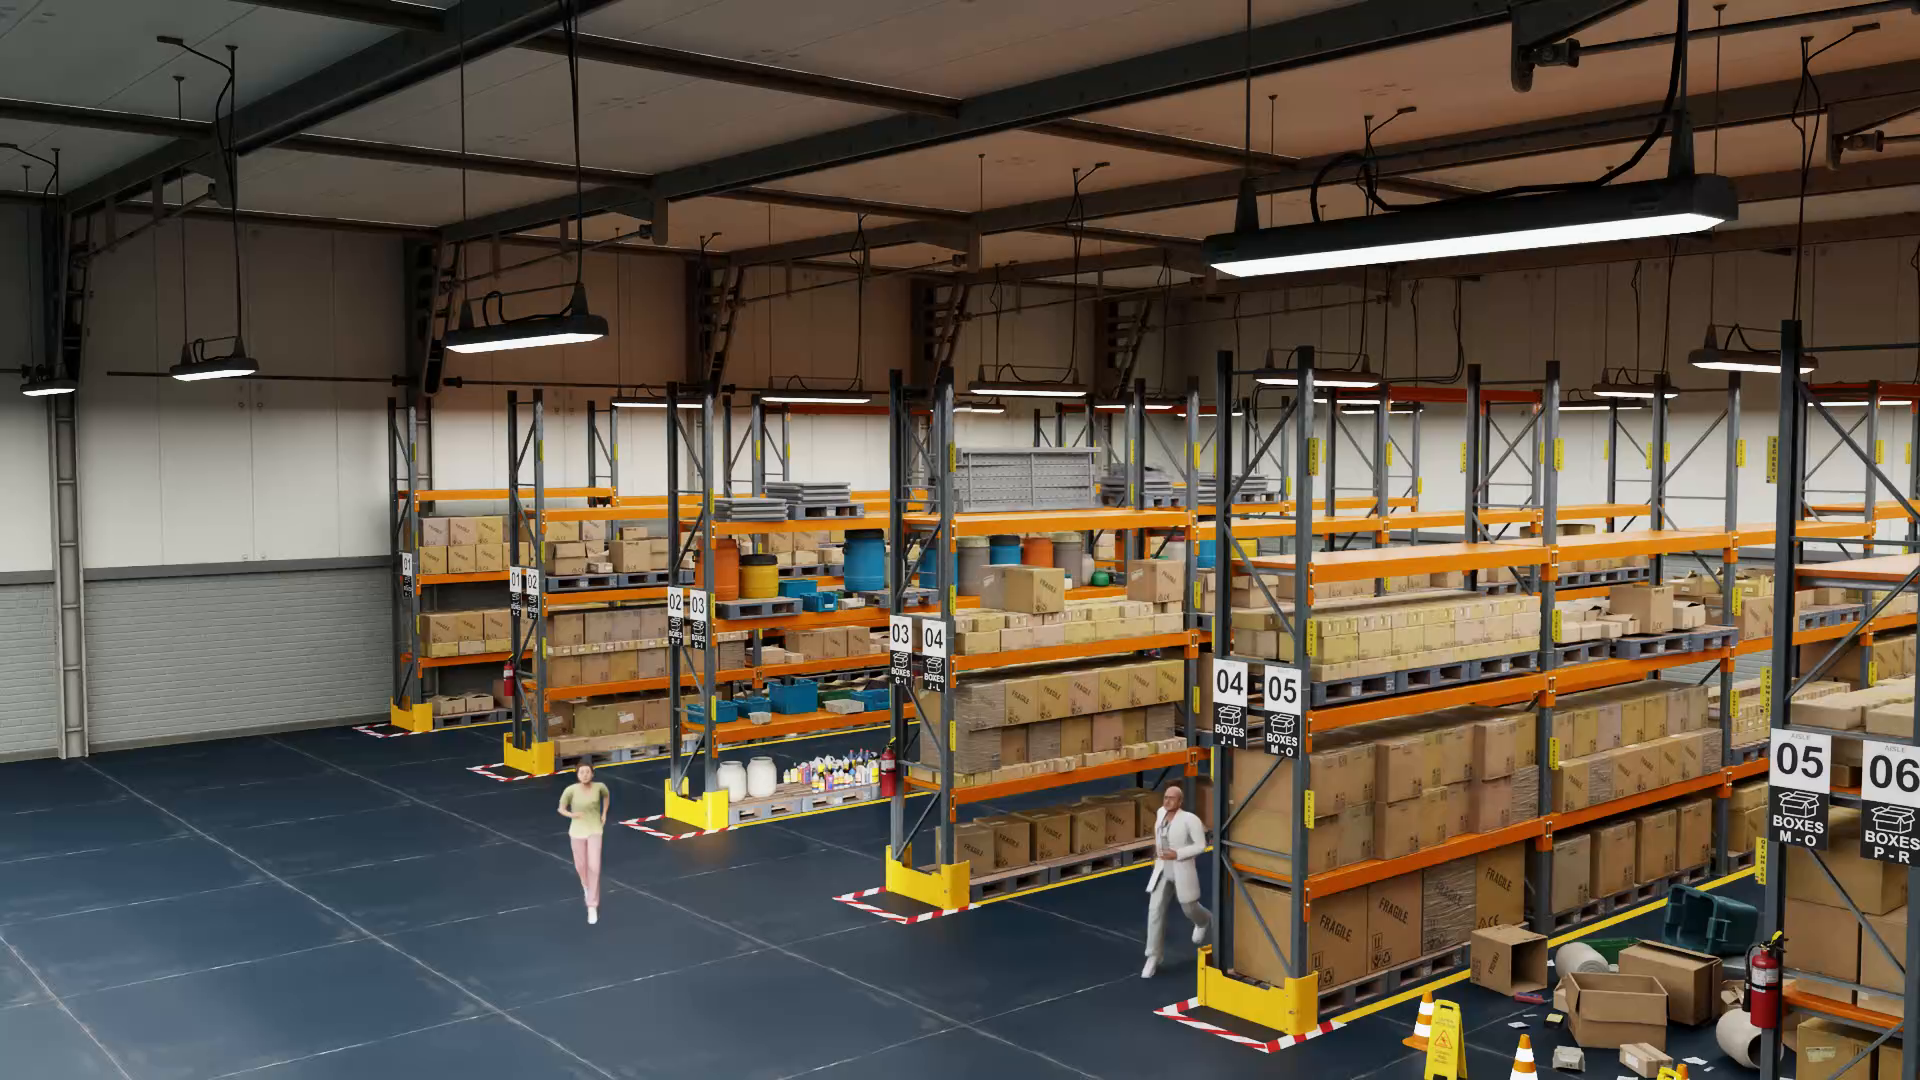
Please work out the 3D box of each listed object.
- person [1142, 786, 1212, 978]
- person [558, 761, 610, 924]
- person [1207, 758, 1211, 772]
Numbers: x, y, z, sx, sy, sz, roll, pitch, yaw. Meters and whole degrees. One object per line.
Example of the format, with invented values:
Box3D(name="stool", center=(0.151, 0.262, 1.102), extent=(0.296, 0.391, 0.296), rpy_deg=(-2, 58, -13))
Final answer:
Box3D(name="person", center=(2.176, 3.329, 16.462), extent=(0.660, 1.814, 1.196), rpy_deg=(2, 4, 34))
Box3D(name="person", center=(-4.140, 3.275, 18.317), extent=(0.544, 1.705, 1.002), rpy_deg=(0, 3, -7))
Box3D(name="person", center=(3.752, 2.866, 24.384), extent=(0.811, 1.824, 0.682), rpy_deg=(-3, 4, -39))
